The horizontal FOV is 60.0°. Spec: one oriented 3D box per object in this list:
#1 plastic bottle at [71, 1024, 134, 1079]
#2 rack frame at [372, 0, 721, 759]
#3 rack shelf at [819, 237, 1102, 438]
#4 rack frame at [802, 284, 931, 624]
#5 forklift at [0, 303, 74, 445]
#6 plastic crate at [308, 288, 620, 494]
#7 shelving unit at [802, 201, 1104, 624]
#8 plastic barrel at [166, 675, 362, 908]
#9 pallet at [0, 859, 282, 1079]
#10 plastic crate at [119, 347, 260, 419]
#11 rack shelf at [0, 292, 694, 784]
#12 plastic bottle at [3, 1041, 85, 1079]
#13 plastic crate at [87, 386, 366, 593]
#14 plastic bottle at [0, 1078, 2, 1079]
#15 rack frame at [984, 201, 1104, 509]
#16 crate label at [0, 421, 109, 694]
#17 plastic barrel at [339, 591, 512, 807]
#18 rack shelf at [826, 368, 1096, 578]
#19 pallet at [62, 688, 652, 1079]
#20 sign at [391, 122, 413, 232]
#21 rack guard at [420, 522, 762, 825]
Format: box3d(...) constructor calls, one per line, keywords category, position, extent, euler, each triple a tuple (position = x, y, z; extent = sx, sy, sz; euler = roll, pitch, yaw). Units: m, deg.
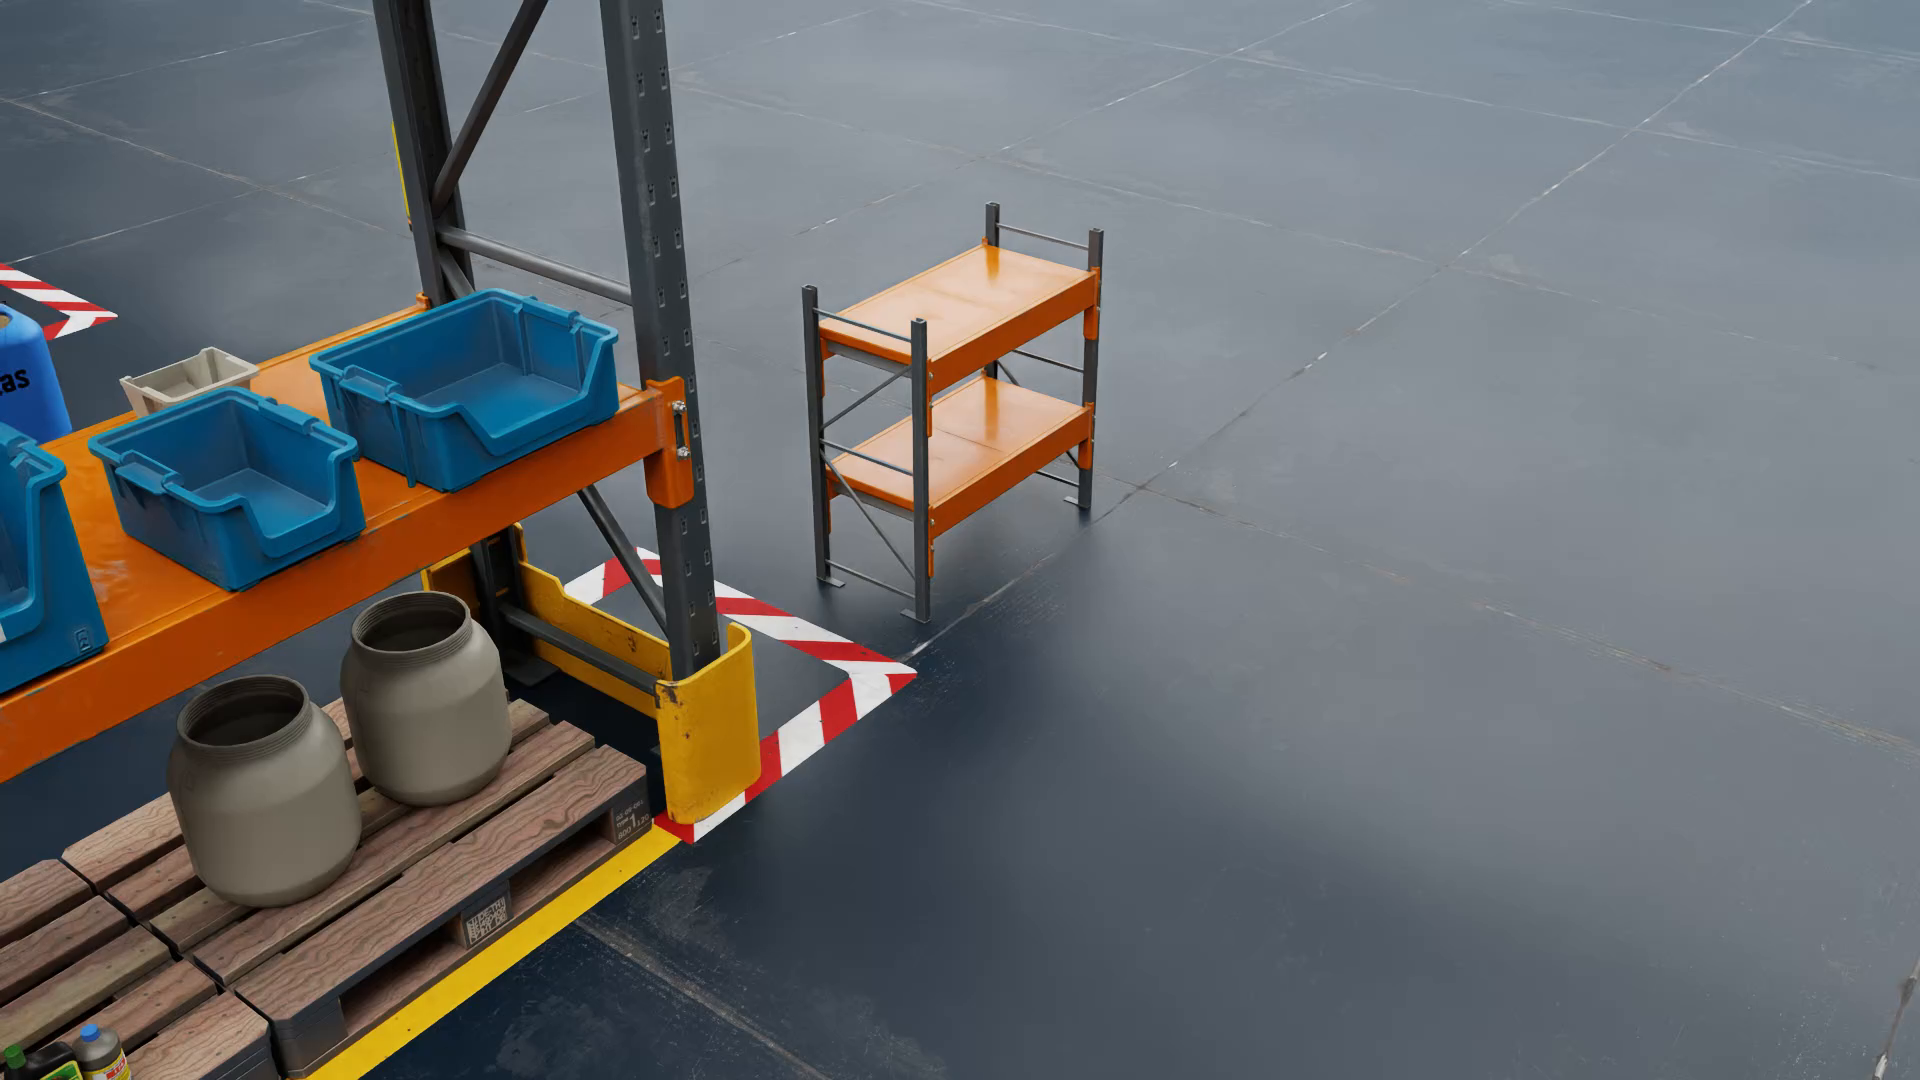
box3d(category="plastic bottle", position=(-1.898, 1.154, 3.674), extent=(0.097, 0.201, 0.097), euler=(0, 31, 0))
box3d(category="rack frame", position=(-1.138, -0.742, 4.560), extent=(1.000, 3.000, 0.127), euler=(21, 37, 31))
box3d(category="rack shelf", position=(-0.004, -0.733, 5.809), extent=(0.538, 0.278, 1.000), euler=(21, 37, 31))
box3d(category="rack frame", position=(-0.311, -0.275, 5.610), extent=(0.500, 1.125, 0.032), euler=(21, 37, 31))
box3d(category="forklift", position=(-4.254, -0.604, 4.395), extent=(1.130, 2.935, 3.031), euler=(22, 37, 33))
box3d(category="plastic crate", position=(-1.202, -0.382, 4.099), extent=(0.499, 0.251, 0.616), euler=(21, 37, 31))
box3d(category="shelving unit", position=(-0.004, -0.481, 5.959), extent=(0.538, 1.125, 1.048), euler=(21, 37, 31))
box3d(category="plastic barrel", position=(-1.777, 0.642, 4.252), extent=(0.421, 0.512, 0.421), euler=(0, 31, 0))
box3d(category="pallet", position=(-2.378, 1.325, 3.807), extent=(1.003, 0.211, 1.213), euler=(21, 37, 31))
box3d(category="plastic crate", position=(-1.935, -0.364, 4.180), extent=(0.298, 0.136, 0.250), euler=(21, 37, 31))
box3d(category="rack shelf", position=(-2.346, 0.381, 3.371), extent=(1.077, 0.370, 4.000), euler=(21, 37, 31))
box3d(category="plastic bottle", position=(-1.954, 1.172, 3.563), extent=(0.061, 0.283, 0.133), euler=(22, 37, 32))
box3d(category="plastic crate", position=(-1.599, -0.120, 3.657), extent=(0.499, 0.251, 0.408), euler=(21, 37, 31))
box3d(category="plastic bottle", position=(-2.072, 1.216, 3.496), extent=(0.152, 0.276, 0.135), euler=(21, 37, 32))
box3d(category="rack frame", position=(0.303, -0.688, 6.307), extent=(0.500, 1.125, 0.032), euler=(21, 37, 31))
box3d(category="crate label", position=(-2.034, 0.074, 3.148), extent=(0.502, 0.435, 0.616), euler=(21, 37, 31))
box3d(category="plastic barrel", position=(-1.475, 0.439, 4.596), extent=(0.421, 0.512, 0.421), euler=(0, 31, 0))
box3d(category="rack shelf", position=(-0.004, -0.271, 6.083), extent=(0.538, 0.278, 1.000), euler=(21, 37, 31))
box3d(category="pallet", position=(-1.641, 0.832, 4.640), extent=(1.003, 0.211, 1.213), euler=(21, 37, 31))
box3d(category="sign", position=(-1.574, -1.032, 4.778), extent=(0.100, 0.325, 0.005), euler=(21, 37, 31))
box3d(category="rack guard", position=(-1.147, 0.379, 5.120), extent=(1.175, 0.500, 0.348), euler=(21, 37, 31))
